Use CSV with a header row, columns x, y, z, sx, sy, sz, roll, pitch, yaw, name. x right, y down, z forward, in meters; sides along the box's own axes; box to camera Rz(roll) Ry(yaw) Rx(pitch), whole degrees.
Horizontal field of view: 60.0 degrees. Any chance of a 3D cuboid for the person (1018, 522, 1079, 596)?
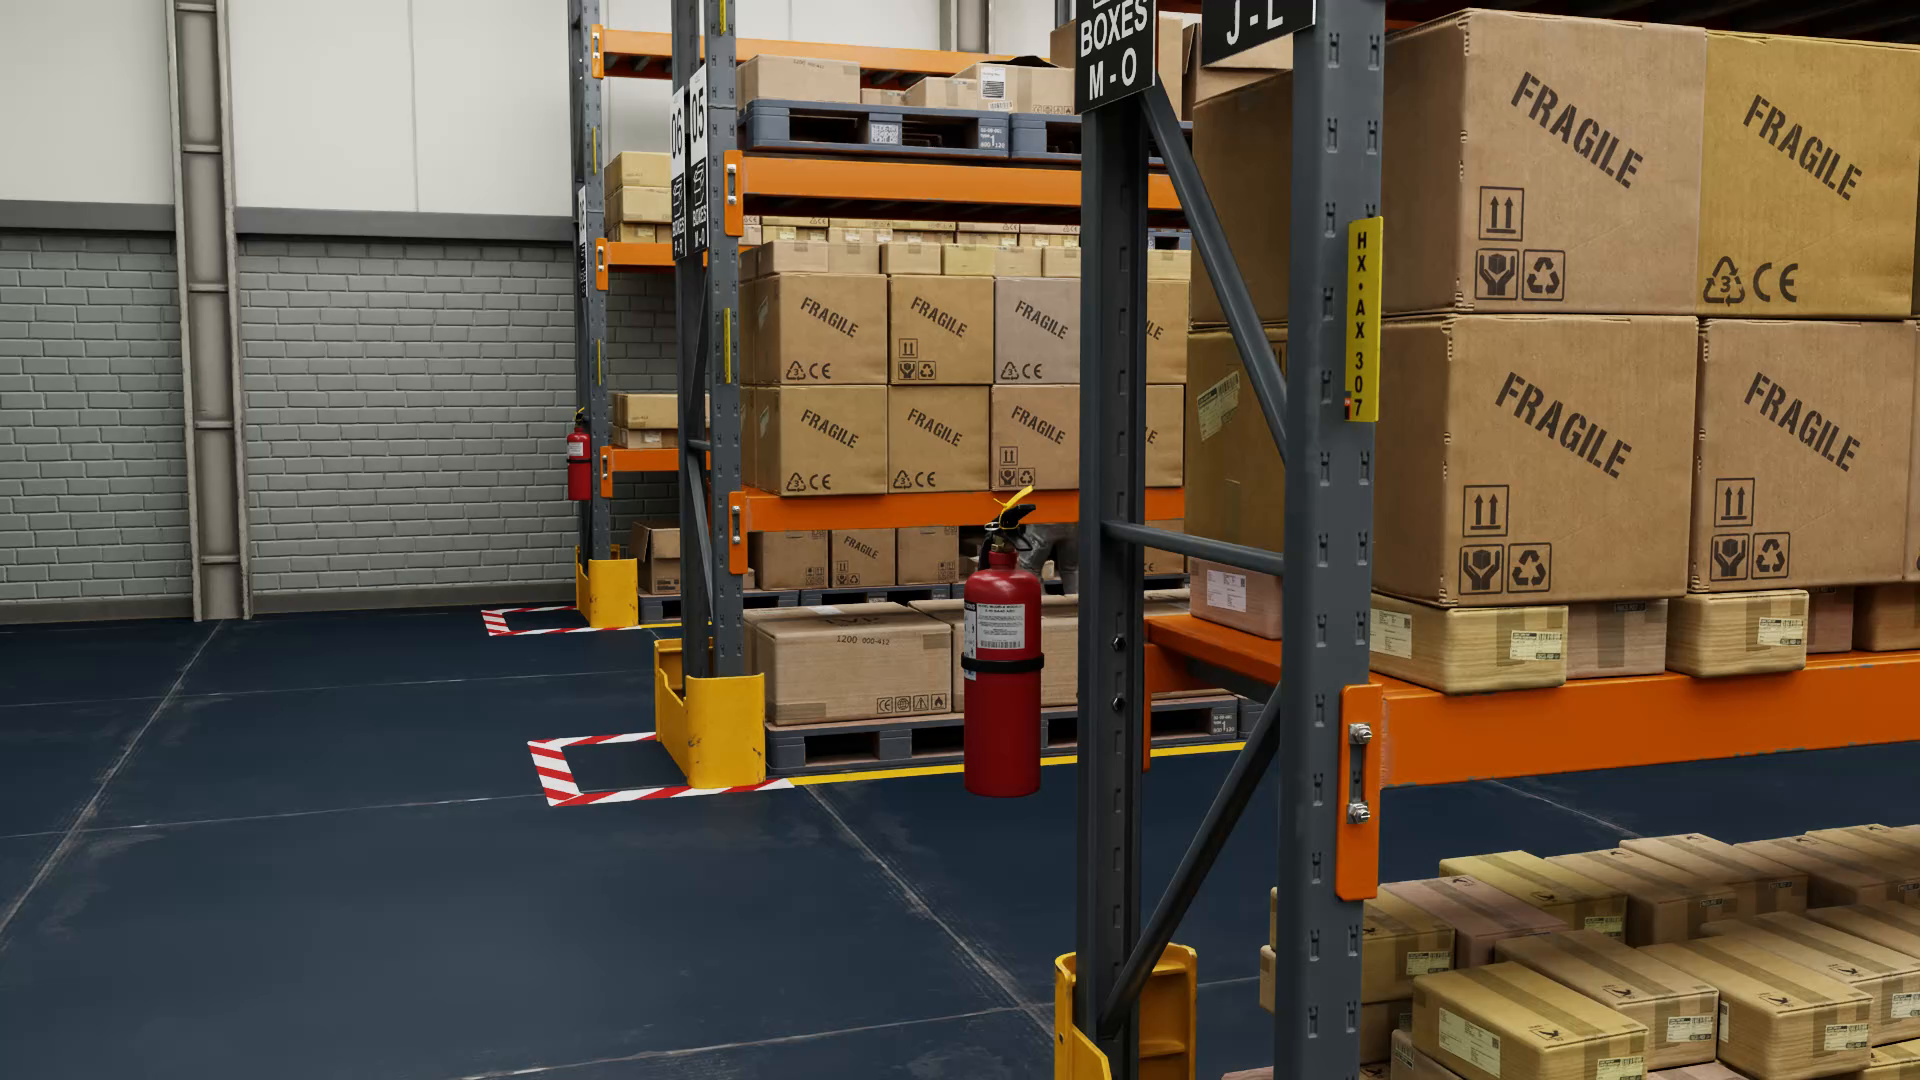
x,y,z,sx,sy,sz,roll,pitch,yaw,name
0.628,-0.142,11.560,0.584,1.695,0.517,-2,6,-17,person
